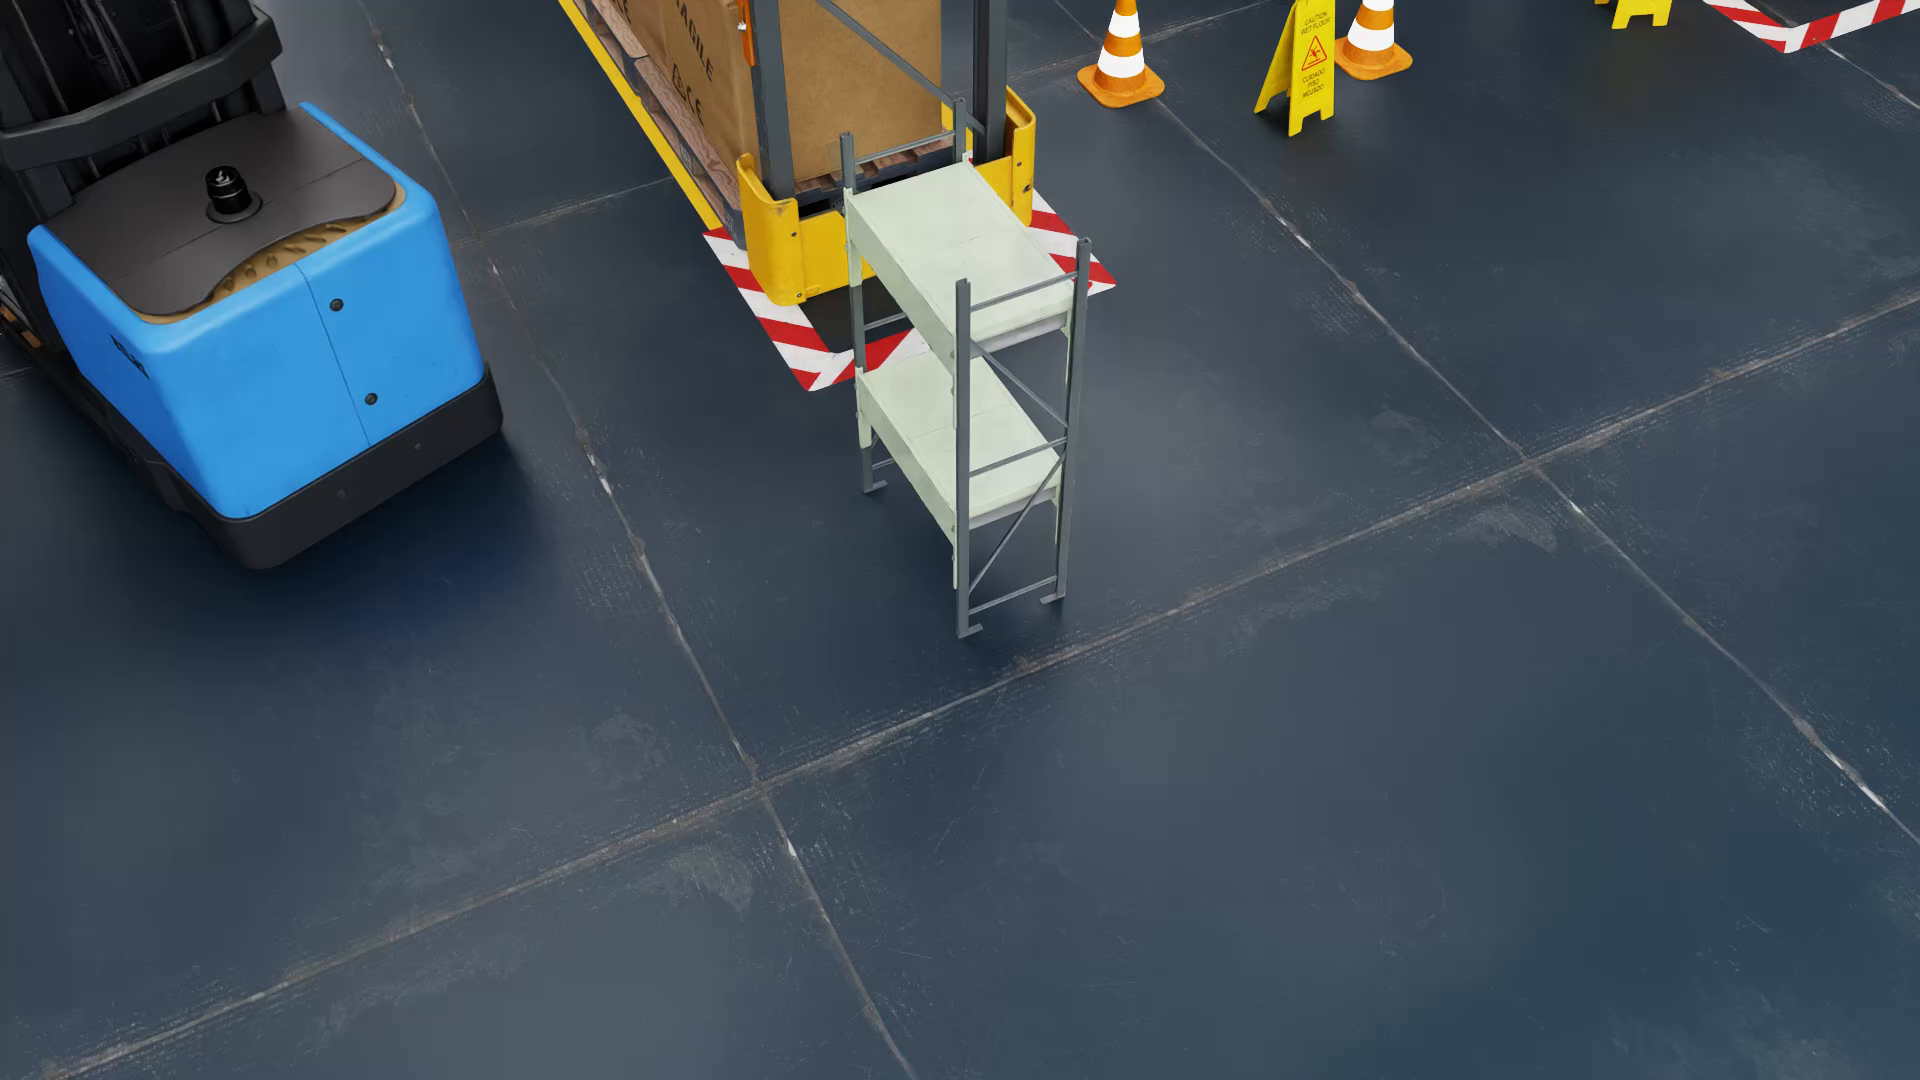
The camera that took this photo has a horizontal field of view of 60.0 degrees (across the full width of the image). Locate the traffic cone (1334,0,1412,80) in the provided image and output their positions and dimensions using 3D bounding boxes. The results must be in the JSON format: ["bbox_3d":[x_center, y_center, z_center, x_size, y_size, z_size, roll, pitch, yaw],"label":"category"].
[{"bbox_3d":[1.891,-2.395,7.537,0.336,0.463,0.334,-21,52,-18],"label":"traffic cone"}]

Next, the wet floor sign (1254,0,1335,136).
[{"bbox_3d":[1.485,-2.111,7.168,0.267,0.644,0.232,-30,55,-23],"label":"wet floor sign"}]

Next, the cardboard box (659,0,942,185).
[{"bbox_3d":[-0.658,-2.093,6.721,0.875,0.875,0.875,-21,52,-17],"label":"cardboard box"}]

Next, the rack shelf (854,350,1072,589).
[{"bbox_3d":[0.003,-0.275,5.427,0.431,0.370,0.720,-21,52,-18],"label":"rack shelf"}]

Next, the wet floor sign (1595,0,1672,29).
[{"bbox_3d":[3.202,-2.725,7.705,0.267,0.644,0.232,-5,49,-5],"label":"wet floor sign"}]

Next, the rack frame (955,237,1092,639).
[{"bbox_3d":[0.171,-0.244,4.967,0.400,1.500,0.023,-21,52,-18],"label":"rack frame"}]

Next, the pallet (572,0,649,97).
[{"bbox_3d":[-1.279,-2.629,7.909,1.003,0.211,1.213,-21,52,-18],"label":"pallet"}]

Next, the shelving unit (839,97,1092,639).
[{"bbox_3d":[0.003,-0.489,5.182,0.431,1.500,0.755,-21,52,-18],"label":"shelving unit"}]

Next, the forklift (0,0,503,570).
[{"bbox_3d":[-3.061,-1.864,5.433,3.031,2.935,1.130,36,58,27],"label":"forklift"}]

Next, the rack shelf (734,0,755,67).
[{"bbox_3d":[-1.204,-3.325,7.143,1.077,0.370,4.000,-21,52,-18],"label":"rack shelf"}]

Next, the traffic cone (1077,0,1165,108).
[{"bbox_3d":[0.731,-2.233,7.396,0.336,0.463,0.334,-21,52,-18],"label":"traffic cone"}]

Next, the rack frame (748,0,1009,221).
[{"bbox_3d":[-0.289,-2.224,5.702,1.000,3.000,0.127,-21,52,-18],"label":"rack frame"}]

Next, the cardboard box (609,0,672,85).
[{"bbox_3d":[-1.062,-2.682,7.235,0.875,0.875,0.875,-22,52,-18],"label":"cardboard box"}]

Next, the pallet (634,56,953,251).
[{"bbox_3d":[-0.724,-1.814,7.196,1.003,0.211,1.213,-21,52,-18],"label":"pallet"}]

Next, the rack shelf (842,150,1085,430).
[{"bbox_3d":[0.003,-0.746,4.888,0.431,0.370,0.720,-21,52,-18],"label":"rack shelf"}]

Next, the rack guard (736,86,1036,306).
[{"bbox_3d":[-0.278,-1.385,6.629,1.175,0.500,0.348,-21,52,-18],"label":"rack guard"}]

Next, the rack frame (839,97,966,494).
[{"bbox_3d":[-0.164,-0.734,5.396,0.400,1.500,0.023,-21,52,-18],"label":"rack frame"}]
